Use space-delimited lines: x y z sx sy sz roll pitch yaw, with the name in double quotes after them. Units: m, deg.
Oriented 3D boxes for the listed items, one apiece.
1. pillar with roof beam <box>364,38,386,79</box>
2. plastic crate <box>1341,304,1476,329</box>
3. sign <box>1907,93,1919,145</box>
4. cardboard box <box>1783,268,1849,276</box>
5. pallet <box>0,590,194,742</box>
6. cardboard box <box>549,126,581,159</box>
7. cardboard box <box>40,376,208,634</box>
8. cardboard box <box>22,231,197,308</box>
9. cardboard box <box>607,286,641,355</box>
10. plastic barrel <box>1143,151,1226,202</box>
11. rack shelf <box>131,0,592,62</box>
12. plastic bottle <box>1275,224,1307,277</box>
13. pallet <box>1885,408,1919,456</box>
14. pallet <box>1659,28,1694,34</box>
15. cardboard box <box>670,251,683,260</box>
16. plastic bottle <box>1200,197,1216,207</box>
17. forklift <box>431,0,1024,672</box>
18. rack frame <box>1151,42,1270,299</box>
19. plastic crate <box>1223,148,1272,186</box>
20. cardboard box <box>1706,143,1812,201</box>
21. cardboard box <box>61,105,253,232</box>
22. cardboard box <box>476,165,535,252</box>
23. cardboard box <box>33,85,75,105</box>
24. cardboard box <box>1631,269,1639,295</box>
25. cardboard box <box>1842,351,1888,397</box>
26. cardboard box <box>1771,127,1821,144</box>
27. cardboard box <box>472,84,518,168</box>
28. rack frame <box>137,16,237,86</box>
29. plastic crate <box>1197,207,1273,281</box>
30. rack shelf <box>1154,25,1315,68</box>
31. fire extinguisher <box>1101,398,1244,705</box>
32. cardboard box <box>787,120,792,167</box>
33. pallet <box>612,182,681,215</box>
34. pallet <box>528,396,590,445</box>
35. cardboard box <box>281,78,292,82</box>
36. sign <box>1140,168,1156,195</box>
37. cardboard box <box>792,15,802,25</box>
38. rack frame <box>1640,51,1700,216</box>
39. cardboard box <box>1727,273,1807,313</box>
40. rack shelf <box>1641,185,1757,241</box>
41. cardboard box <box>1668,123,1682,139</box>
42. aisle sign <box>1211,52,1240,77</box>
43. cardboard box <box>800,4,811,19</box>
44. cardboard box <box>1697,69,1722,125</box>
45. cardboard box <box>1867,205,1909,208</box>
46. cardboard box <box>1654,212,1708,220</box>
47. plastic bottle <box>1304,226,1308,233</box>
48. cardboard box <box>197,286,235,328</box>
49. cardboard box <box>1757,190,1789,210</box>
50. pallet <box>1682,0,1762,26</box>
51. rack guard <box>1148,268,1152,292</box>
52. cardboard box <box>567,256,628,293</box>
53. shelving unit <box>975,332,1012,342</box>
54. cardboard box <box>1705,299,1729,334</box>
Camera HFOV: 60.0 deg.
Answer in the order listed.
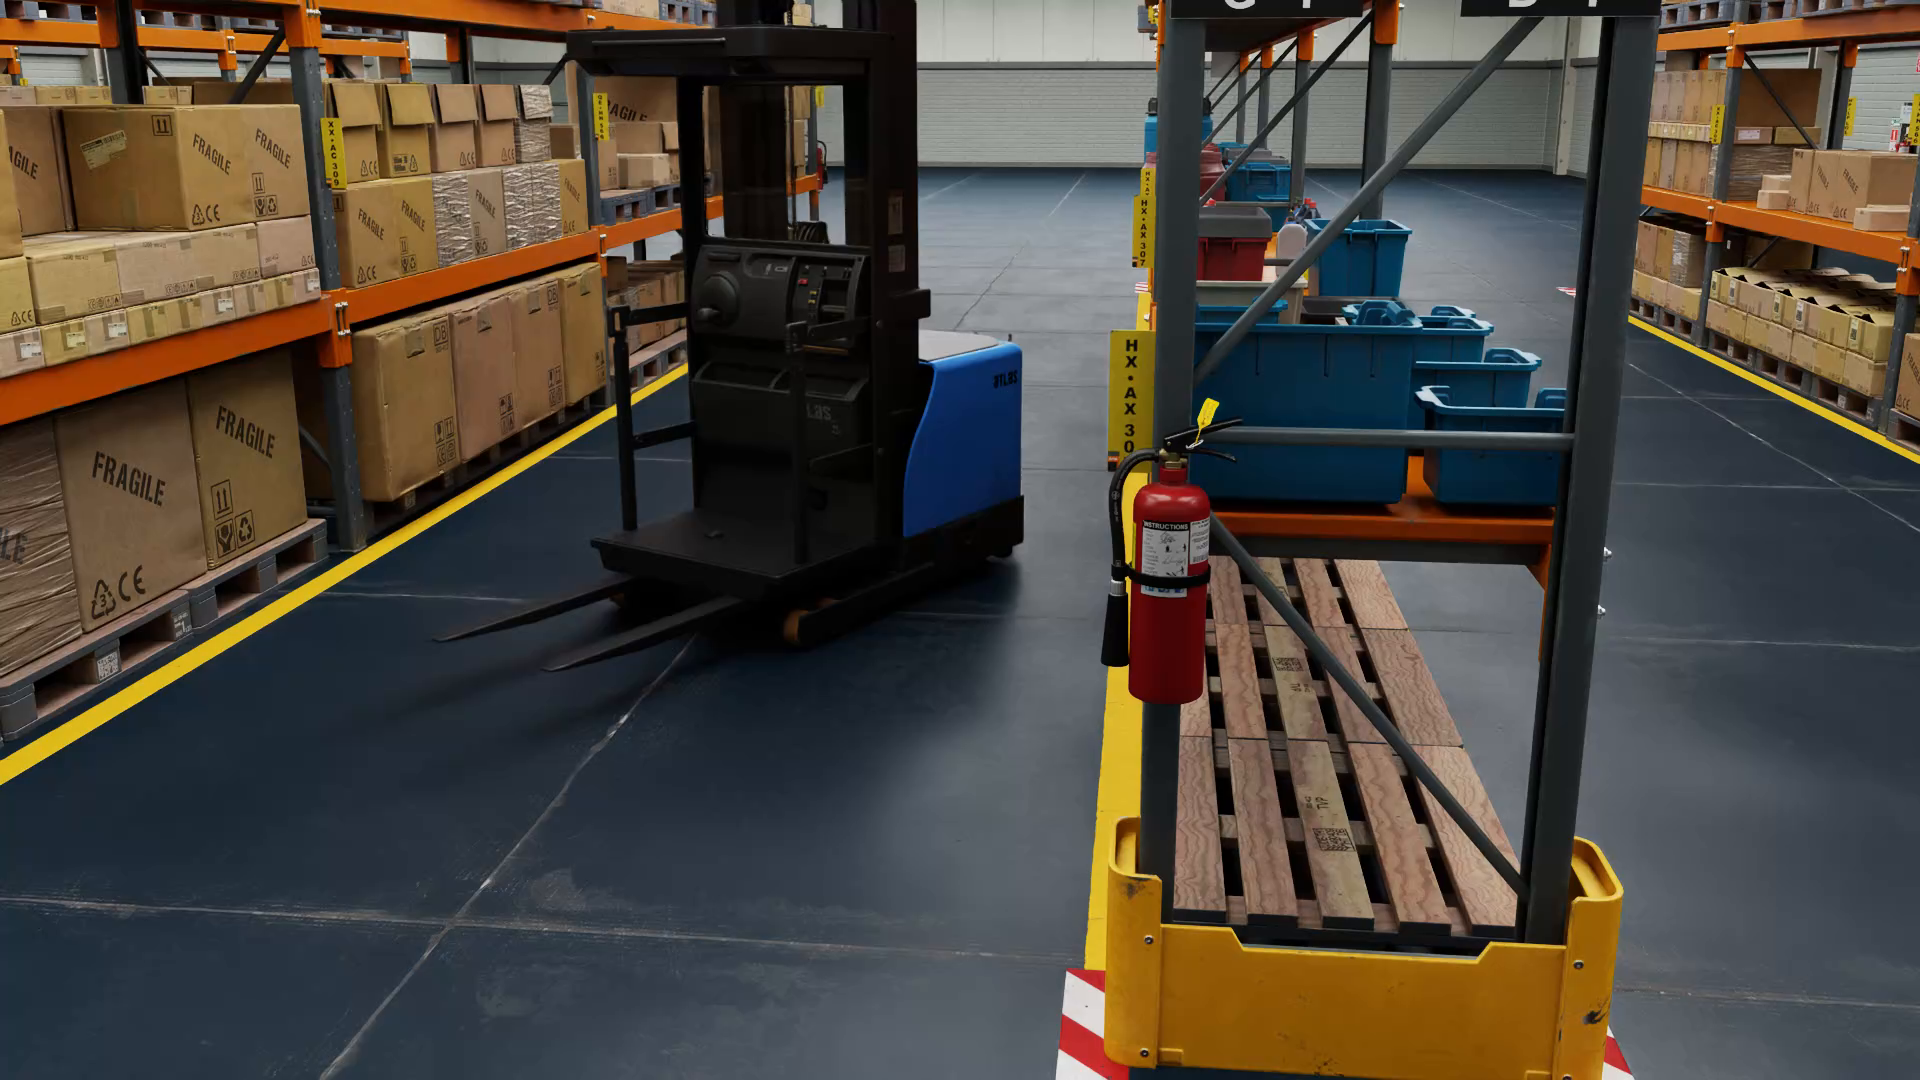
-10.949 -13.793 42.431 9.100 9.000 0.400 2 15 6 "pillar with roof beam"
1.472 -0.642 5.495 0.416 0.233 0.300 2 15 6 "plastic crate"
6.207 -2.723 10.766 0.100 0.325 0.005 2 15 6 "sign"
7.449 -2.218 14.508 0.500 0.311 0.500 2 15 6 "cardboard box"
-3.834 0.455 6.576 1.003 0.211 1.213 2 15 6 "pallet"
-3.062 -2.833 12.397 0.500 0.500 0.500 0 15 -1 "cardboard box"
-3.791 -0.178 6.841 0.875 0.875 0.875 2 15 6 "cardboard box"
-3.437 -1.086 6.648 0.500 0.250 0.500 2 15 7 "cardboard box"
-2.978 -1.765 13.390 0.700 0.500 0.500 0 15 2 "cardboard box"
1.589 -2.490 11.863 0.600 0.536 0.708 2 15 6 "plastic barrel"
-3.309 -3.023 9.727 1.077 0.370 4.000 2 15 6 "rack shelf"
1.770 -1.551 8.890 0.152 0.276 0.135 2 15 6 "plastic bottle"
6.637 -0.610 10.512 1.003 0.211 1.213 2 15 6 "pallet"
7.556 -5.446 17.478 1.003 0.211 1.213 2 15 6 "pallet"
-2.547 -2.577 16.430 0.500 0.500 0.500 1 15 5 "cardboard box"
1.619 -2.128 11.023 0.152 0.276 0.135 2 15 6 "plastic bottle"
-0.920 -1.099 7.113 1.130 2.935 3.031 10 18 33 "forklift"
2.289 -3.332 15.240 1.000 3.000 0.127 2 15 6 "rack frame"
2.538 -3.229 14.734 0.402 0.464 0.583 2 15 6 "plastic crate"
7.254 -3.349 15.110 0.700 0.500 0.500 1 15 5 "cardboard box"
-3.382 -1.580 7.039 0.500 0.500 0.500 2 15 7 "cardboard box"
-3.011 -2.090 10.453 0.500 0.500 0.500 1 15 4 "cardboard box"
-7.829 -3.525 13.843 0.700 0.500 0.500 1 15 5 "cardboard box"
7.270 -2.706 17.388 0.500 0.250 0.500 2 15 6 "cardboard box"
6.576 -1.167 11.695 0.500 0.250 0.500 2 15 8 "cardboard box"
7.433 -3.611 14.836 0.380 0.149 0.250 2 15 6 "cardboard box"
-3.259 -2.615 10.474 0.797 0.503 0.637 2 15 8 "cardboard box"
-7.549 -3.651 16.416 1.000 3.000 0.127 2 15 6 "rack frame"
1.036 -1.093 6.721 0.402 0.464 0.583 2 15 6 "plastic crate"
2.063 -3.914 13.024 1.077 0.370 4.000 2 15 6 "rack shelf"
0.466 0.023 3.693 0.296 0.674 0.183 2 15 6 "fire extinguisher"
-2.307 -4.304 18.072 0.875 0.500 0.500 2 15 6 "cardboard box"
-2.901 -2.863 13.871 1.003 0.211 1.213 2 15 6 "pallet"
-3.248 -0.893 11.559 1.003 0.211 1.213 2 15 6 "pallet"
-7.329 -4.621 17.649 0.875 0.550 0.550 2 15 6 "cardboard box"
1.290 -2.388 11.435 0.100 0.325 0.005 2 15 6 "sign"
-2.036 -5.629 18.275 0.500 0.250 0.500 2 15 7 "cardboard box"
7.662 -4.223 18.533 1.000 3.000 0.127 2 15 6 "rack frame"
6.854 -2.102 14.079 0.500 0.311 0.500 2 15 6 "cardboard box"
7.436 -3.357 16.709 1.077 0.370 4.000 2 15 6 "rack shelf"
7.200 -4.022 16.356 0.380 0.149 0.250 2 15 8 "cardboard box"
3.044 -5.635 18.774 0.394 0.787 0.004 2 15 6 "aisle sign"
-1.902 -6.003 18.892 0.380 0.149 0.250 2 15 6 "cardboard box"
7.310 -4.107 15.425 0.700 0.500 0.500 2 15 6 "cardboard box"
6.847 -2.359 12.122 0.380 0.149 0.250 3 15 10 "cardboard box"
7.897 -3.313 18.193 0.500 0.500 0.500 2 15 6 "cardboard box"
1.948 -1.607 9.096 0.152 0.276 0.135 2 15 6 "plastic bottle"
-3.331 -0.993 7.071 0.380 0.149 0.250 2 15 7 "cardboard box"
6.907 -2.841 13.902 0.380 0.149 0.250 2 15 6 "cardboard box"
7.281 -4.813 15.138 1.003 0.211 1.213 2 15 6 "pallet"
2.779 -3.142 19.325 1.175 0.500 0.348 2 15 6 "rack guard"
-2.988 -2.121 13.269 0.500 0.250 0.500 3 16 13 "cardboard box"
0.135 -0.533 8.621 0.215 1.050 0.252 5 16 17 "shelving unit"
6.919 -1.964 14.641 0.500 0.250 0.500 1 15 5 "cardboard box"
